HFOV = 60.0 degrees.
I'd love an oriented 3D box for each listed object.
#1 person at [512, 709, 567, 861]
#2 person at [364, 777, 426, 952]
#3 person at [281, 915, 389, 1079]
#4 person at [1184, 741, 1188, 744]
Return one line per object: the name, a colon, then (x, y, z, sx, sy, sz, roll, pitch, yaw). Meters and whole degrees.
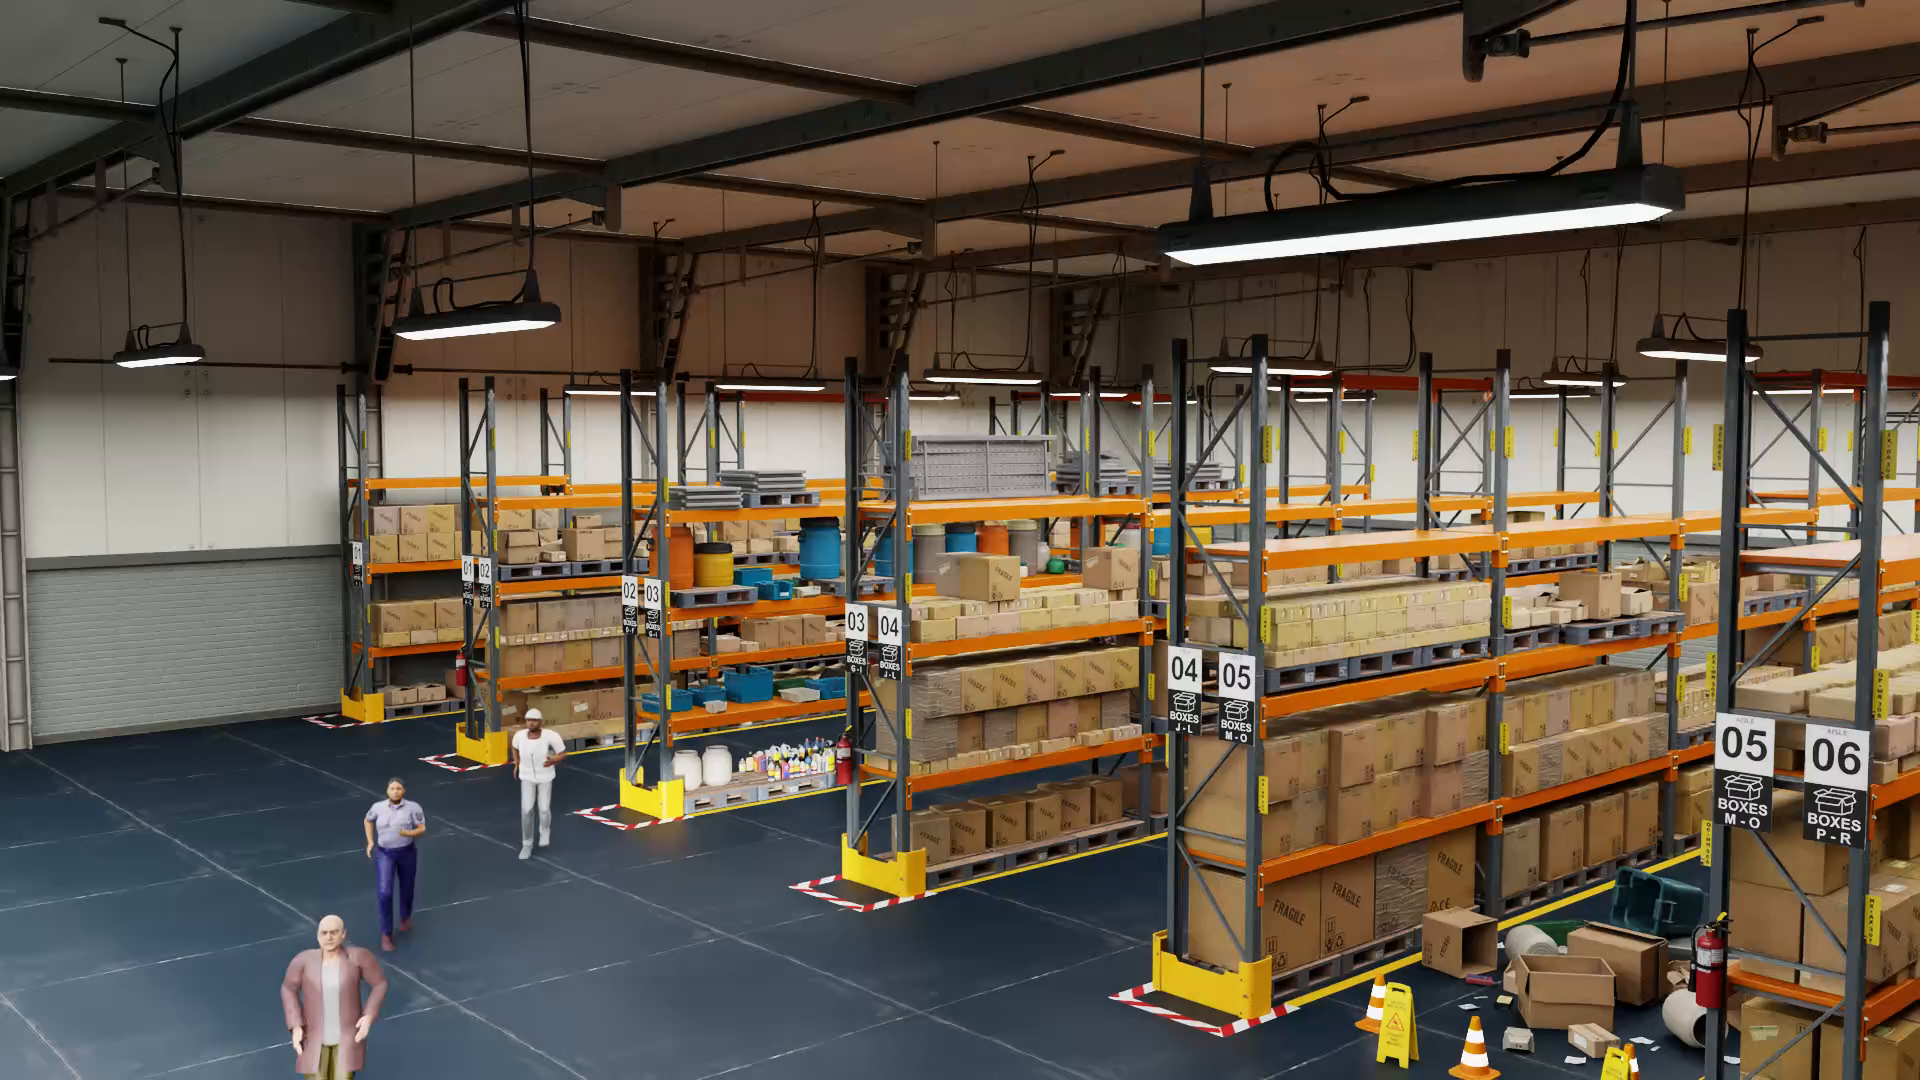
person: (-5.142, 2.950, 20.313, 0.686, 1.822, 0.785, 0, 4, -7)
person: (-5.698, 3.242, 16.809, 0.579, 1.711, 0.764, -1, 4, -21)
person: (-4.445, 3.519, 11.844, 0.731, 1.750, 0.635, -1, 4, -17)
person: (3.650, 2.672, 25.506, 0.592, 1.629, 0.575, 3, 5, 40)
